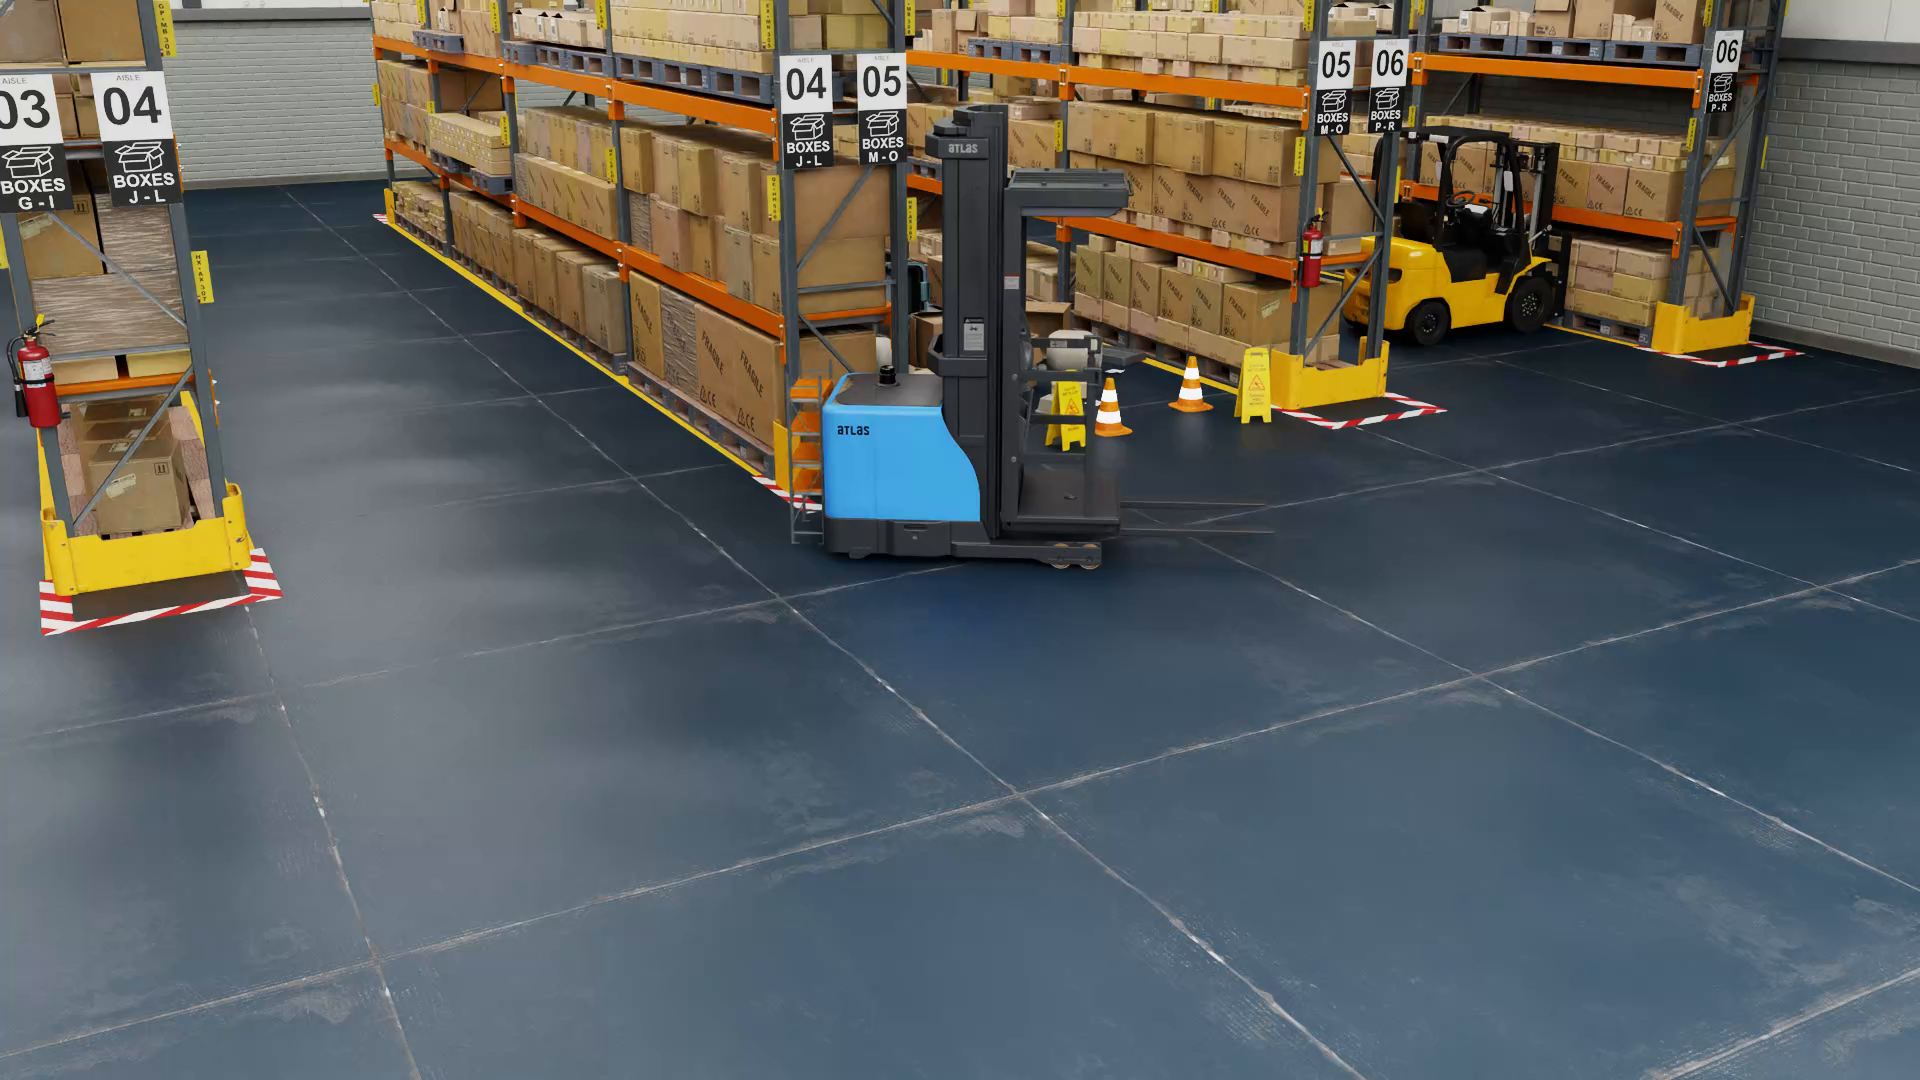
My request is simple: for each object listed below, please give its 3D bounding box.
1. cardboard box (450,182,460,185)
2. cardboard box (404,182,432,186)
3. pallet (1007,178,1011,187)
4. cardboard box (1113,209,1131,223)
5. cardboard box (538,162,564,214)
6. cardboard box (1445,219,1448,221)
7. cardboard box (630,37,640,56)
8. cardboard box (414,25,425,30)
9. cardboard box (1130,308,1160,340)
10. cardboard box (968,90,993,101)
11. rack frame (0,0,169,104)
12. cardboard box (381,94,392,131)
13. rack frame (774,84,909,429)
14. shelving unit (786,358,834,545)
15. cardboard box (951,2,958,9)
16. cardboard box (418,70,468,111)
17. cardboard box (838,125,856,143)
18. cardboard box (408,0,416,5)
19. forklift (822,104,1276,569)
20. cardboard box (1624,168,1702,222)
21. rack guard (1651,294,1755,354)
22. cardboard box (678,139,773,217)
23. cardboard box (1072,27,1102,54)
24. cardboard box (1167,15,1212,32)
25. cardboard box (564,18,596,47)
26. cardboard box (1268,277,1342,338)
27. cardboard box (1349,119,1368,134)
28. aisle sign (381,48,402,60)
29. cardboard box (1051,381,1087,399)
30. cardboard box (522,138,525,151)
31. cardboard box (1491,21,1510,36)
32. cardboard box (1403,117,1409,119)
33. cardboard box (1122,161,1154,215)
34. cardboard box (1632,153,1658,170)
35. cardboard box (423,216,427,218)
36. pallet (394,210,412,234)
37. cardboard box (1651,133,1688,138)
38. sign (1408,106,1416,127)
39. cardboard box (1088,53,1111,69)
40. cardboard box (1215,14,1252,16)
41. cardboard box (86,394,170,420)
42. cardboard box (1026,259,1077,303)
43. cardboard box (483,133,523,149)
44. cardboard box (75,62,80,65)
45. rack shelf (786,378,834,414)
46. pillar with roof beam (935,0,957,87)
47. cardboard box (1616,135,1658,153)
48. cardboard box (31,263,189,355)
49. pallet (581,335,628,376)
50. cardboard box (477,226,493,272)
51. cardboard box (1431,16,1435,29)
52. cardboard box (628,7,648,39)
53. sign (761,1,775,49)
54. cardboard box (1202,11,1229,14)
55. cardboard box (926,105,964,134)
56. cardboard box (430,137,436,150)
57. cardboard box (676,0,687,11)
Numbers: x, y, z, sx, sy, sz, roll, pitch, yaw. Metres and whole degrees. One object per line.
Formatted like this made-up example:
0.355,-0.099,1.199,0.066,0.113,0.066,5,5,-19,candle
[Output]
-7.688,-5.387,25.459,0.380,0.149,0.250,-11,22,-28,cardboard box
-8.279,-5.372,25.416,0.380,0.149,0.250,-10,21,-26,cardboard box
0.618,-4.350,19.933,1.003,0.211,1.213,-10,21,-27,pallet
1.814,-3.383,17.222,0.380,0.149,0.250,-9,21,-25,cardboard box
-4.208,-3.793,17.872,0.500,0.500,0.500,-10,21,-27,cardboard box
6.095,-3.660,19.678,0.500,0.250,0.500,-10,21,-27,cardboard box
-2.652,-4.301,14.485,0.380,0.149,0.250,-10,21,-27,cardboard box
-7.037,-6.801,22.374,0.500,0.250,0.500,-9,21,-25,cardboard box
2.101,-2.239,17.092,0.500,0.250,0.500,-10,22,-27,cardboard box
0.427,-7.822,29.475,0.500,0.250,0.500,-10,21,-26,cardboard box
-5.281,-4.007,9.448,1.000,3.000,0.127,-10,21,-27,rack frame
-8.496,-6.520,25.318,0.500,0.500,0.500,-9,21,-24,cardboard box
-0.868,-1.910,12.569,1.000,3.000,0.127,-10,21,-27,rack frame
-1.032,-0.619,11.586,0.258,1.200,0.503,1,19,4,shelving unit
0.180,-9.387,29.412,0.500,0.250,0.500,-10,22,-27,cardboard box
-7.027,-6.109,22.594,0.500,0.500,0.500,-11,22,-29,cardboard box
-1.320,-5.558,22.604,0.500,0.250,0.500,-11,22,-28,cardboard box
-7.243,-7.312,22.478,0.380,0.149,0.250,-10,21,-27,cardboard box
0.621,-1.371,11.110,3.031,2.935,1.130,1,19,4,forklift
7.342,-3.624,17.382,0.500,0.500,0.500,-11,22,-28,cardboard box
7.819,-2.287,17.494,1.175,0.500,0.348,-10,21,-27,rack guard
-1.865,-3.062,14.020,0.875,0.550,0.500,-10,21,-27,cardboard box
1.509,-5.173,17.201,0.500,0.250,0.500,-10,22,-28,cardboard box
2.214,-4.956,15.960,0.380,0.149,0.250,-10,21,-26,cardboard box
-3.547,-4.972,16.276,0.500,0.250,0.500,-10,21,-27,cardboard box
3.289,-2.240,15.948,0.500,0.500,0.500,-11,22,-28,cardboard box
5.100,-5.247,21.090,0.380,0.149,0.250,-11,22,-28,cardboard box
-8.764,-7.707,25.382,0.394,0.787,0.004,-10,21,-27,aisle sign
1.041,-1.422,15.523,0.380,0.149,0.250,1,19,2,cardboard box
-5.217,-4.895,20.503,0.380,0.149,0.250,-10,21,-27,cardboard box
6.218,-5.773,18.752,0.380,0.149,0.250,-9,21,-25,cardboard box
5.591,-5.339,21.359,0.380,0.149,0.250,-10,22,-27,cardboard box
1.991,-3.586,16.816,0.500,0.500,0.500,-10,21,-27,cardboard box
7.248,-3.955,17.346,0.380,0.149,0.250,-10,21,-26,cardboard box
-7.608,-4.648,24.230,0.380,0.149,0.250,-10,21,-26,cardboard box
-8.075,-4.925,25.580,1.003,0.211,1.213,-10,21,-27,pallet
7.603,-4.254,17.757,0.380,0.149,0.250,-10,21,-26,cardboard box
5.435,-5.047,20.006,0.100,0.325,0.005,-10,21,-27,sign
1.546,-4.942,17.141,0.380,0.149,0.250,-10,21,-27,cardboard box
2.704,-5.043,16.212,0.380,0.149,0.250,-10,21,-26,cardboard box
-6.383,-0.886,12.789,0.500,0.500,0.500,-12,22,-31,cardboard box
1.290,-2.961,18.998,0.950,0.372,0.625,-10,21,-26,cardboard box
-5.303,-4.638,19.302,0.380,0.149,0.250,-11,22,-29,cardboard box
-5.796,-3.200,11.327,0.380,0.149,0.250,-11,22,-29,cardboard box
-1.032,-0.991,11.458,0.258,0.148,0.480,1,19,4,rack shelf
-4.066,-11.152,30.154,9.100,9.000,0.400,-10,21,-27,pillar with roof beam
7.159,-4.178,17.536,0.380,0.149,0.250,-9,21,-25,cardboard box
-5.518,-1.521,10.832,0.875,0.500,0.500,-10,21,-27,cardboard box
-3.200,-1.950,16.960,1.003,0.211,1.213,-10,21,-27,pallet
-5.718,-3.671,20.860,0.500,0.500,0.500,-11,22,-29,cardboard box
5.677,-6.443,20.695,0.380,0.149,0.250,-10,21,-27,cardboard box
-2.541,-4.464,14.347,0.500,0.250,0.500,-10,21,-27,cardboard box
-1.352,-3.629,11.716,0.100,0.325,0.005,-10,21,-27,sign
3.628,-7.373,23.419,0.380,0.149,0.250,-9,21,-26,cardboard box
-0.095,-5.075,20.489,0.500,0.500,0.500,-9,21,-24,cardboard box
-6.784,-5.251,21.990,0.380,0.149,0.250,-11,22,-29,cardboard box
-2.051,-4.314,13.303,0.380,0.149,0.250,-10,21,-26,cardboard box
